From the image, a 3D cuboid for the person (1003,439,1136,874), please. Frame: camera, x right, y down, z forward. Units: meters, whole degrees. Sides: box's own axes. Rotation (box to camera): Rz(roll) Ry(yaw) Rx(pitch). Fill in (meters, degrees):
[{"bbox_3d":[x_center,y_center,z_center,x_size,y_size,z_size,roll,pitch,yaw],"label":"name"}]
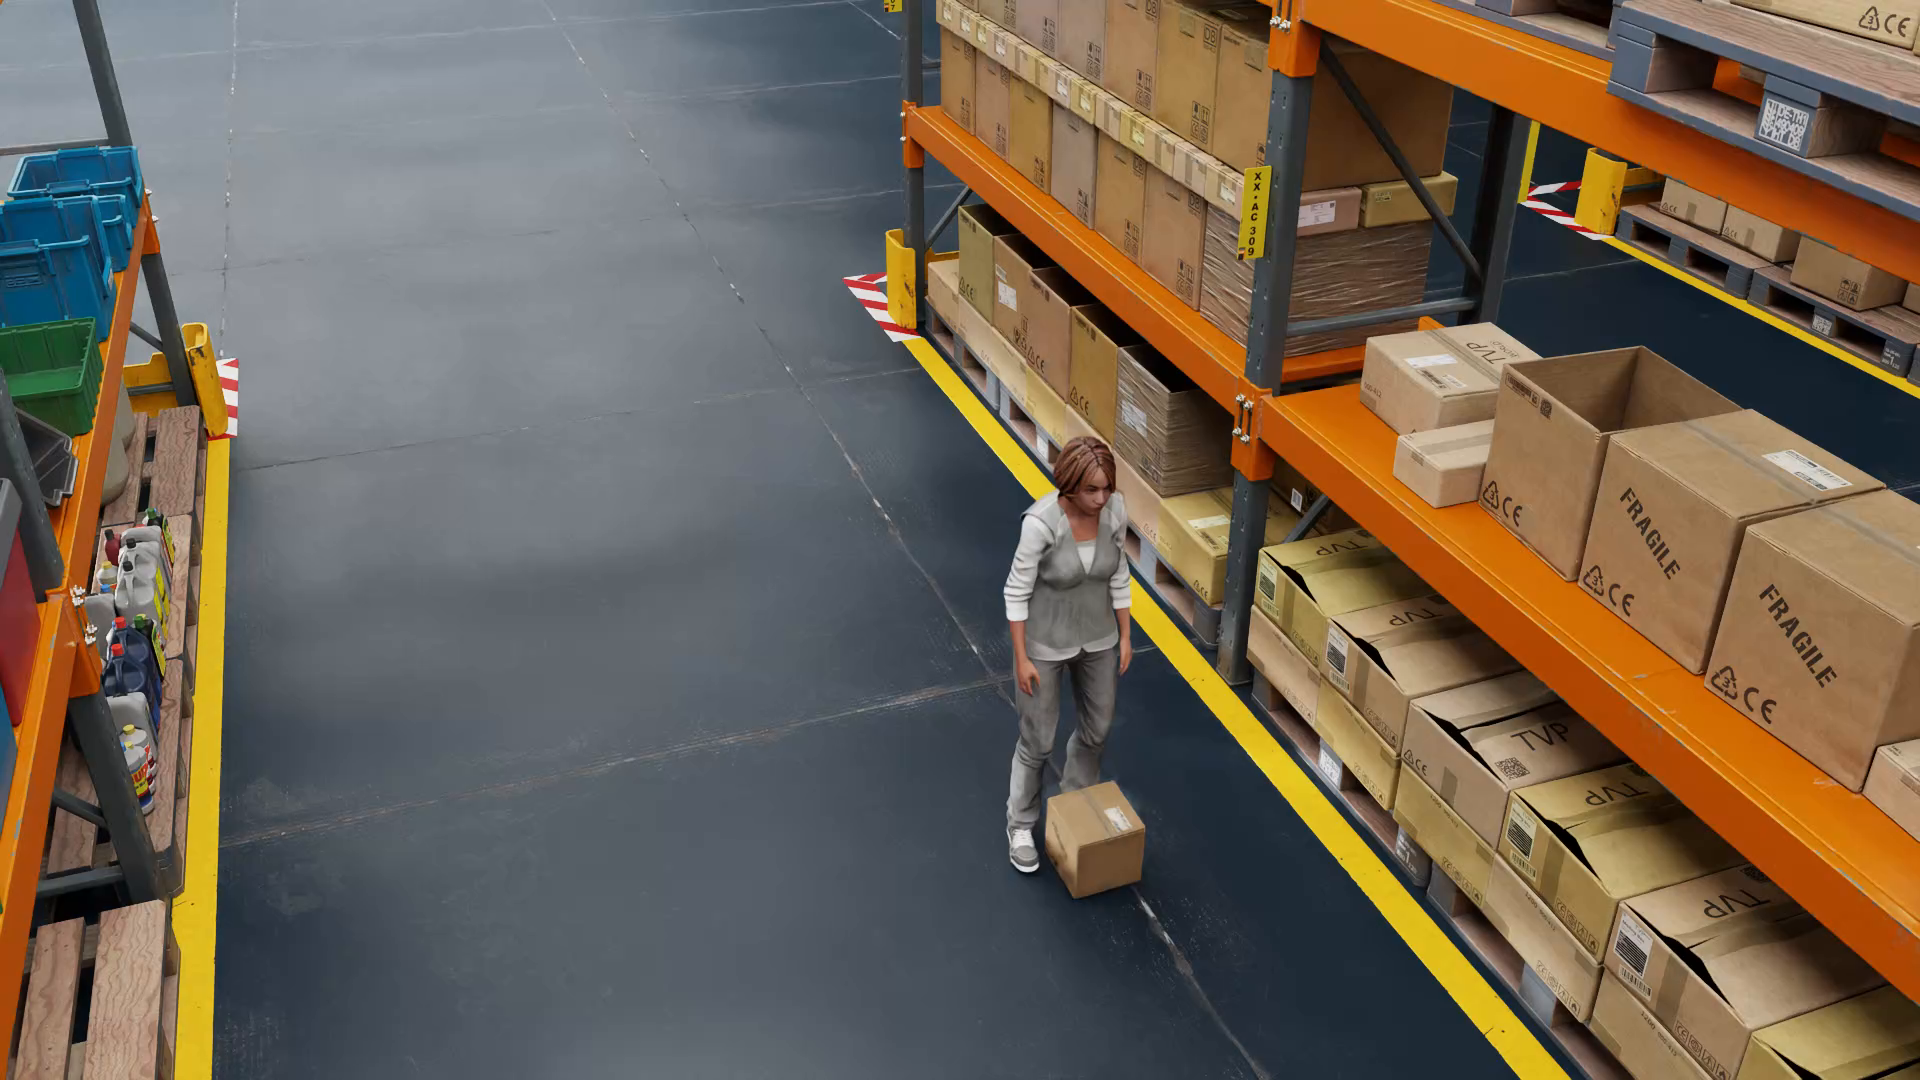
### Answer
[{"bbox_3d":[0.359,0.365,5.515,0.479,1.593,0.346,-12,32,-19],"label":"person"}]
